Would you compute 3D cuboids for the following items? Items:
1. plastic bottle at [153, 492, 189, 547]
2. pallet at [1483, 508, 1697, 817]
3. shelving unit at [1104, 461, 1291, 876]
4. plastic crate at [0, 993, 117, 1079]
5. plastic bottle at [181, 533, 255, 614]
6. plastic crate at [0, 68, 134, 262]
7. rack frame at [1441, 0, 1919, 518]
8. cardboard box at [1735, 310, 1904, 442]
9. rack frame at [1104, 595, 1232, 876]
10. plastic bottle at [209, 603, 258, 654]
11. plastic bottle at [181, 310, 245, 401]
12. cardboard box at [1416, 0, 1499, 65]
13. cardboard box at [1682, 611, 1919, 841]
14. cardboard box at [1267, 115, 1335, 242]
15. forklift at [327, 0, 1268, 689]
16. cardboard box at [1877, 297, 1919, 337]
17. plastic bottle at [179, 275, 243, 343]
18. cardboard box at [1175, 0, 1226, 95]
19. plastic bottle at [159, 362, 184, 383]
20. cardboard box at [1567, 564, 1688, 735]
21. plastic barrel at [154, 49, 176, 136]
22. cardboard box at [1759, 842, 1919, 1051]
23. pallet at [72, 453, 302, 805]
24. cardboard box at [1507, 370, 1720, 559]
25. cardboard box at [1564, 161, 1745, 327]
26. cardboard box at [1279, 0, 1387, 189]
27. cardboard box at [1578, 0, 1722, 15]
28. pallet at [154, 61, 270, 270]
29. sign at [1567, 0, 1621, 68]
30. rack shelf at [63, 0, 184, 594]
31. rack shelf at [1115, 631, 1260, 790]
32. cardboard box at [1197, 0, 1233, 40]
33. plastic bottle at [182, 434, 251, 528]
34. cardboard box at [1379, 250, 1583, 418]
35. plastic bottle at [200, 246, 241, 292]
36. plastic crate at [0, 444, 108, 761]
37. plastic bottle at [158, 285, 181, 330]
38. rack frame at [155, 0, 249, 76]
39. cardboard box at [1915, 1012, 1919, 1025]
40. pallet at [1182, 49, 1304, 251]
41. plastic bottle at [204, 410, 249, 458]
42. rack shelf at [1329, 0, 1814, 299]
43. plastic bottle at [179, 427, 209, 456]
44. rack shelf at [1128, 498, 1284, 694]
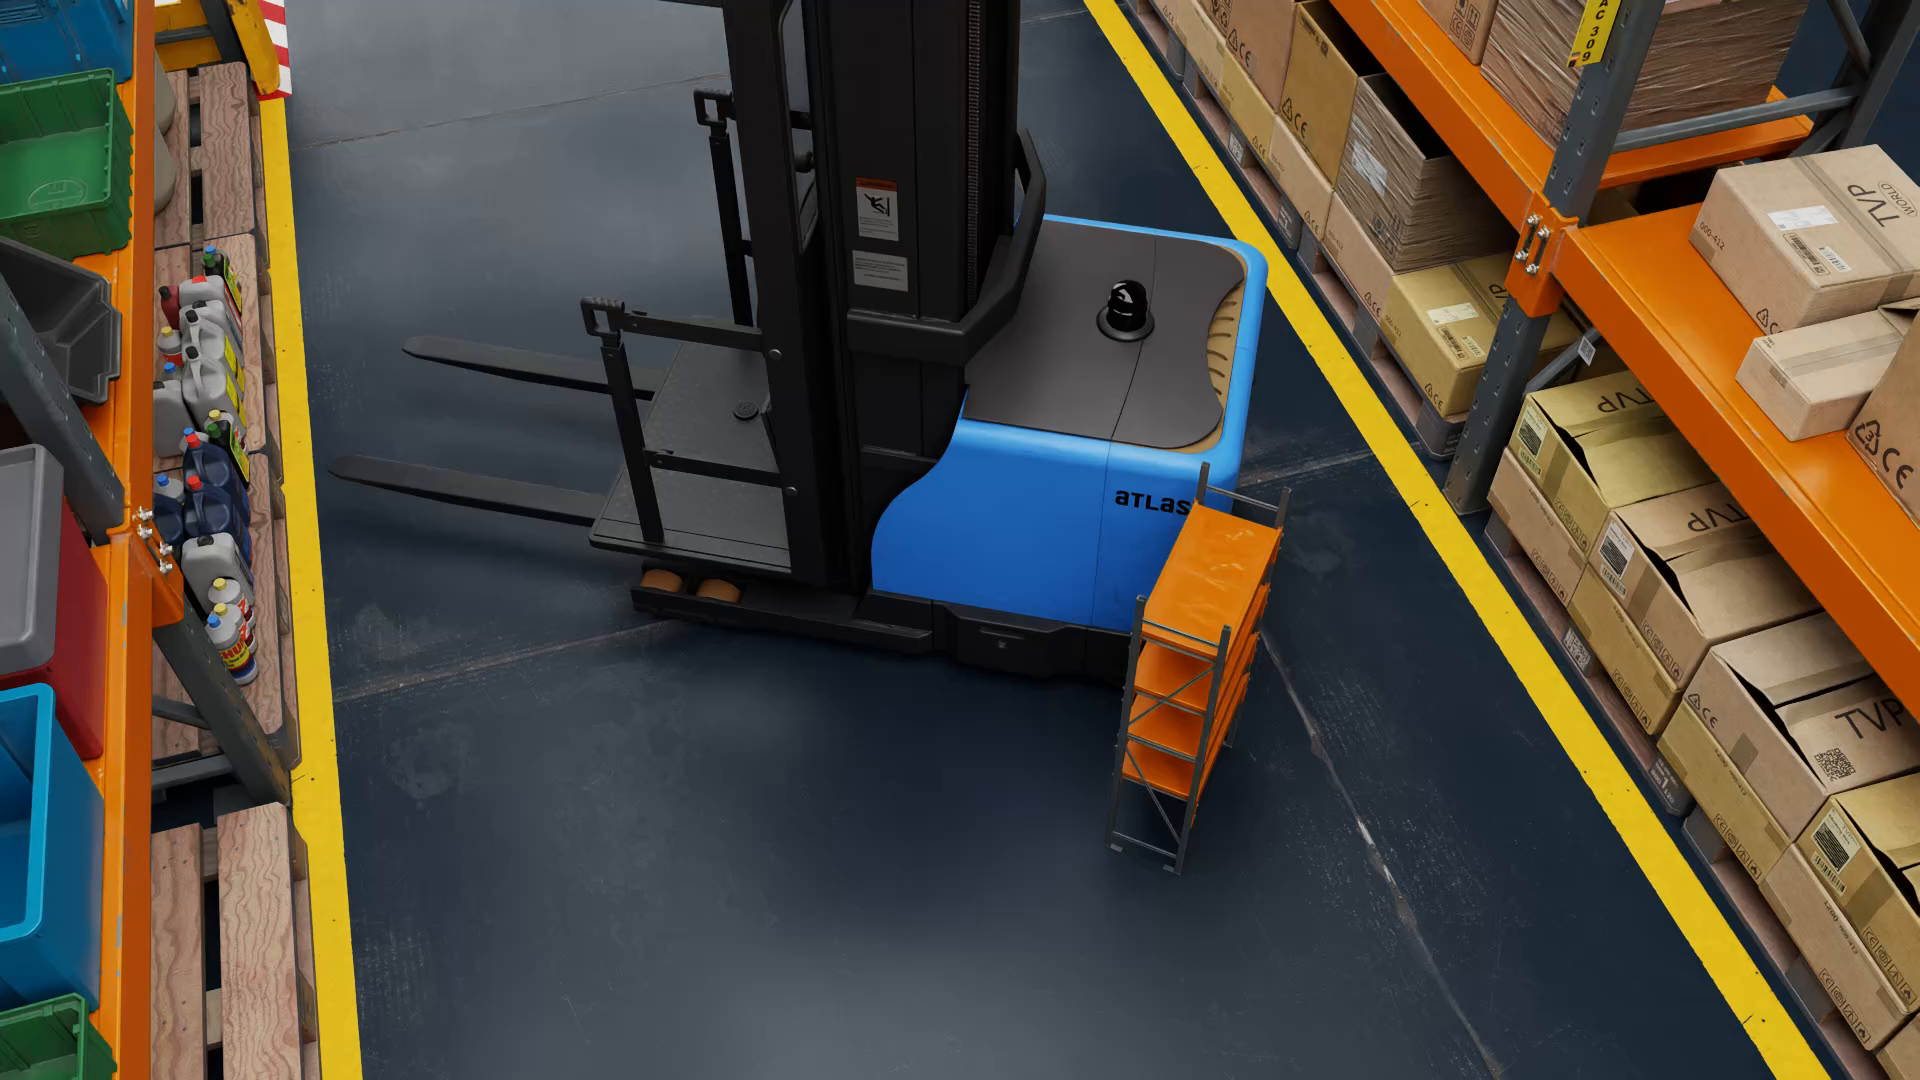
[{"bbox_3d":[-2.512,-0.024,5.253,0.144,0.351,0.185,-13,51,-11],"label":"plastic bottle"},{"bbox_3d":[2.456,0.226,5.422,1.003,0.211,1.213,-13,51,-11],"label":"pallet"},{"bbox_3d":[0.643,0.393,4.634,0.258,1.200,0.503,19,52,15],"label":"shelving unit"},{"bbox_3d":[-1.748,1.191,2.922,0.450,0.188,0.662,-13,51,-11],"label":"plastic crate"},{"bbox_3d":[-2.329,0.089,5.207,0.152,0.276,0.135,-12,51,-10],"label":"plastic bottle"},{"bbox_3d":[-2.664,-1.072,4.831,0.450,0.188,0.662,-13,51,-11],"label":"plastic crate"},{"bbox_3d":[2.201,-1.202,4.802,1.000,3.000,0.127,-13,51,-11],"label":"rack frame"},{"bbox_3d":[2.267,-0.428,4.313,0.380,0.149,0.250,-13,51,-11],"label":"cardboard box"},{"bbox_3d":[0.543,0.563,4.491,0.240,1.200,0.015,19,52,15],"label":"rack frame"},{"bbox_3d":[-2.238,0.269,5.104,0.097,0.201,0.097,0,50,0],"label":"plastic bottle"},{"bbox_3d":[-2.611,-0.641,5.773,0.144,0.351,0.185,-11,51,-9],"label":"plastic bottle"},{"bbox_3d":[1.901,-1.941,5.359,0.700,0.500,0.500,-14,51,-11],"label":"cardboard box"},{"bbox_3d":[2.382,0.470,4.548,0.500,0.311,0.500,-15,51,-12],"label":"cardboard box"},{"bbox_3d":[1.554,-1.470,6.551,0.500,0.250,0.500,-13,51,-11],"label":"cardboard box"},{"bbox_3d":[-0.609,-1.045,4.714,3.031,2.935,1.130,9,51,8],"label":"forklift"},{"bbox_3d":[2.636,-0.558,4.347,0.396,0.266,0.258,-14,51,-12],"label":"cardboard box"},{"bbox_3d":[-2.705,-0.838,5.988,0.152,0.276,0.135,-13,51,-11],"label":"plastic bottle"},{"bbox_3d":[1.263,-2.201,7.168,0.500,0.250,0.500,-13,51,-11],"label":"cardboard box"},{"bbox_3d":[-2.713,-0.533,5.780,0.097,0.201,0.097,0,50,0],"label":"plastic bottle"},{"bbox_3d":[2.233,0.273,5.082,0.500,0.250,0.500,-12,51,-10],"label":"cardboard box"},{"bbox_3d":[-3.447,-1.877,6.723,0.421,0.512,0.421,0,50,0],"label":"plastic barrel"},{"bbox_3d":[2.539,1.022,4.450,0.500,0.250,0.500,-12,51,-10],"label":"cardboard box"},{"bbox_3d":[-2.691,0.314,5.347,1.003,0.211,1.213,-13,51,-11],"label":"pallet"},{"bbox_3d":[2.085,-0.274,5.176,0.500,0.311,0.500,-13,51,-11],"label":"cardboard box"},{"bbox_3d":[2.363,-1.103,5.751,0.500,0.500,0.500,-13,51,-11],"label":"cardboard box"},{"bbox_3d":[1.567,-1.715,6.267,0.500,0.500,0.500,-13,51,-11],"label":"cardboard box"},{"bbox_3d":[1.916,-1.594,4.642,0.380,0.149,0.250,-13,51,-11],"label":"cardboard box"},{"bbox_3d":[-3.413,-1.468,6.850,1.003,0.211,1.213,-13,51,-11],"label":"pallet"},{"bbox_3d":[1.671,-1.380,4.334,0.100,0.325,0.005,-13,51,-11],"label":"sign"},{"bbox_3d":[-3.124,-1.314,5.366,1.077,0.370,4.000,-13,51,-11],"label":"rack shelf"},{"bbox_3d":[0.643,0.436,4.686,0.258,0.148,0.480,19,52,15],"label":"rack shelf"},{"bbox_3d":[1.274,-2.446,6.883,0.500,0.500,0.500,-13,51,-11],"label":"cardboard box"},{"bbox_3d":[-2.430,-0.194,5.397,0.144,0.351,0.185,-15,52,-13],"label":"plastic bottle"},{"bbox_3d":[1.855,-0.741,5.936,0.500,0.250,0.500,-13,51,-11],"label":"cardboard box"},{"bbox_3d":[-2.753,-1.004,6.177,0.097,0.201,0.097,0,50,0],"label":"plastic bottle"},{"bbox_3d":[-2.097,0.179,3.596,0.402,0.464,0.583,-13,51,-11],"label":"plastic crate"},{"bbox_3d":[-2.806,-0.816,5.965,0.061,0.283,0.133,-13,51,-11],"label":"plastic bottle"},{"bbox_3d":[-3.715,-3.007,6.323,1.000,3.000,0.127,-13,51,-11],"label":"rack frame"},{"bbox_3d":[2.687,1.215,3.921,0.500,0.311,0.500,-14,51,-11],"label":"cardboard box"},{"bbox_3d":[1.641,-1.787,7.118,1.003,0.211,1.213,-13,51,-11],"label":"pallet"},{"bbox_3d":[-2.492,-0.358,5.633,0.097,0.201,0.097,0,50,0],"label":"plastic bottle"},{"bbox_3d":[1.609,-2.431,6.308,1.077,0.370,4.000,-13,51,-11],"label":"rack shelf"},{"bbox_3d":[-2.510,-0.268,5.511,0.097,0.271,0.097,0,50,0],"label":"plastic bottle"},{"bbox_3d":[0.643,0.139,4.334,0.258,0.148,0.480,19,52,15],"label":"rack shelf"}]
